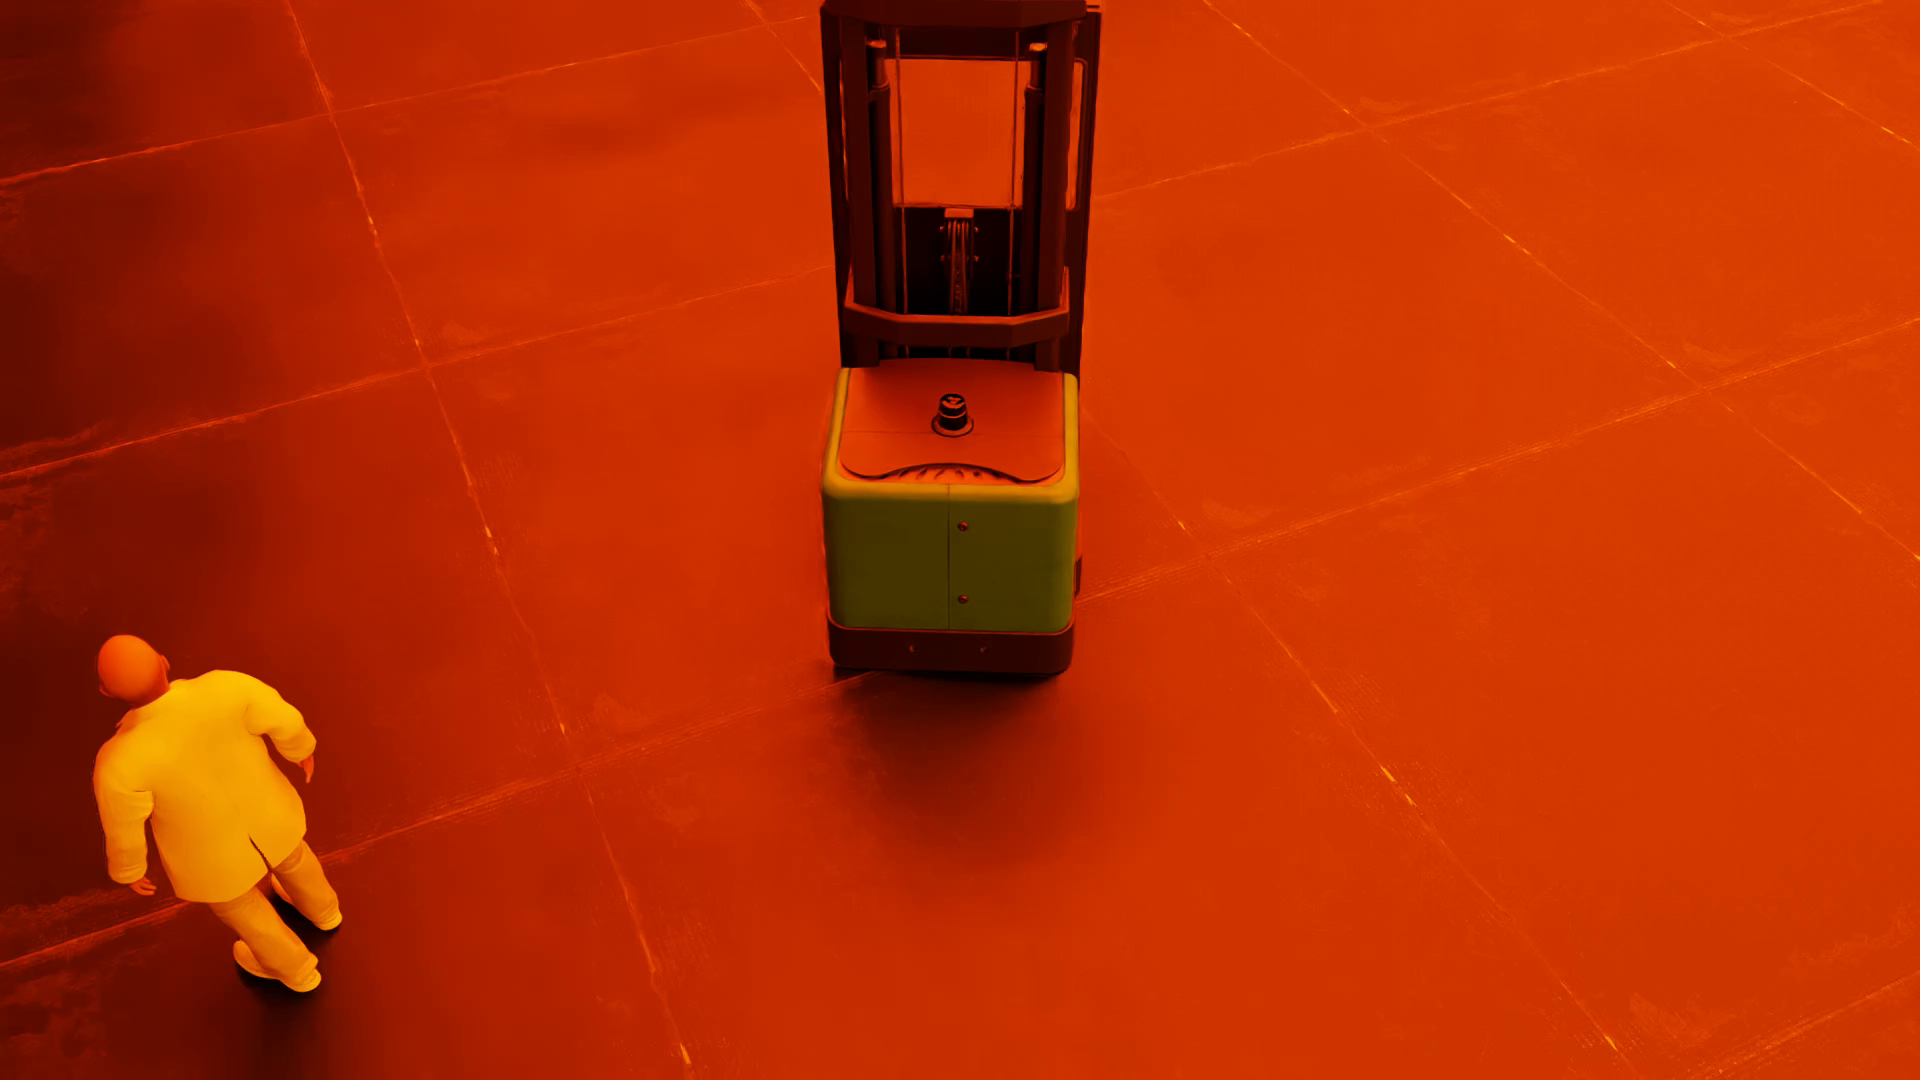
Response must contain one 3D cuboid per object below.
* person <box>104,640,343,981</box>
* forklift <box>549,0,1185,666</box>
[{"bbox_3d":[-2.527,0.875,5.577,0.582,1.776,0.695,27,50,26],"label":"person"},{"bbox_3d":[-0.560,-1.274,7.045,3.031,2.935,1.130,21,47,21],"label":"forklift"}]
